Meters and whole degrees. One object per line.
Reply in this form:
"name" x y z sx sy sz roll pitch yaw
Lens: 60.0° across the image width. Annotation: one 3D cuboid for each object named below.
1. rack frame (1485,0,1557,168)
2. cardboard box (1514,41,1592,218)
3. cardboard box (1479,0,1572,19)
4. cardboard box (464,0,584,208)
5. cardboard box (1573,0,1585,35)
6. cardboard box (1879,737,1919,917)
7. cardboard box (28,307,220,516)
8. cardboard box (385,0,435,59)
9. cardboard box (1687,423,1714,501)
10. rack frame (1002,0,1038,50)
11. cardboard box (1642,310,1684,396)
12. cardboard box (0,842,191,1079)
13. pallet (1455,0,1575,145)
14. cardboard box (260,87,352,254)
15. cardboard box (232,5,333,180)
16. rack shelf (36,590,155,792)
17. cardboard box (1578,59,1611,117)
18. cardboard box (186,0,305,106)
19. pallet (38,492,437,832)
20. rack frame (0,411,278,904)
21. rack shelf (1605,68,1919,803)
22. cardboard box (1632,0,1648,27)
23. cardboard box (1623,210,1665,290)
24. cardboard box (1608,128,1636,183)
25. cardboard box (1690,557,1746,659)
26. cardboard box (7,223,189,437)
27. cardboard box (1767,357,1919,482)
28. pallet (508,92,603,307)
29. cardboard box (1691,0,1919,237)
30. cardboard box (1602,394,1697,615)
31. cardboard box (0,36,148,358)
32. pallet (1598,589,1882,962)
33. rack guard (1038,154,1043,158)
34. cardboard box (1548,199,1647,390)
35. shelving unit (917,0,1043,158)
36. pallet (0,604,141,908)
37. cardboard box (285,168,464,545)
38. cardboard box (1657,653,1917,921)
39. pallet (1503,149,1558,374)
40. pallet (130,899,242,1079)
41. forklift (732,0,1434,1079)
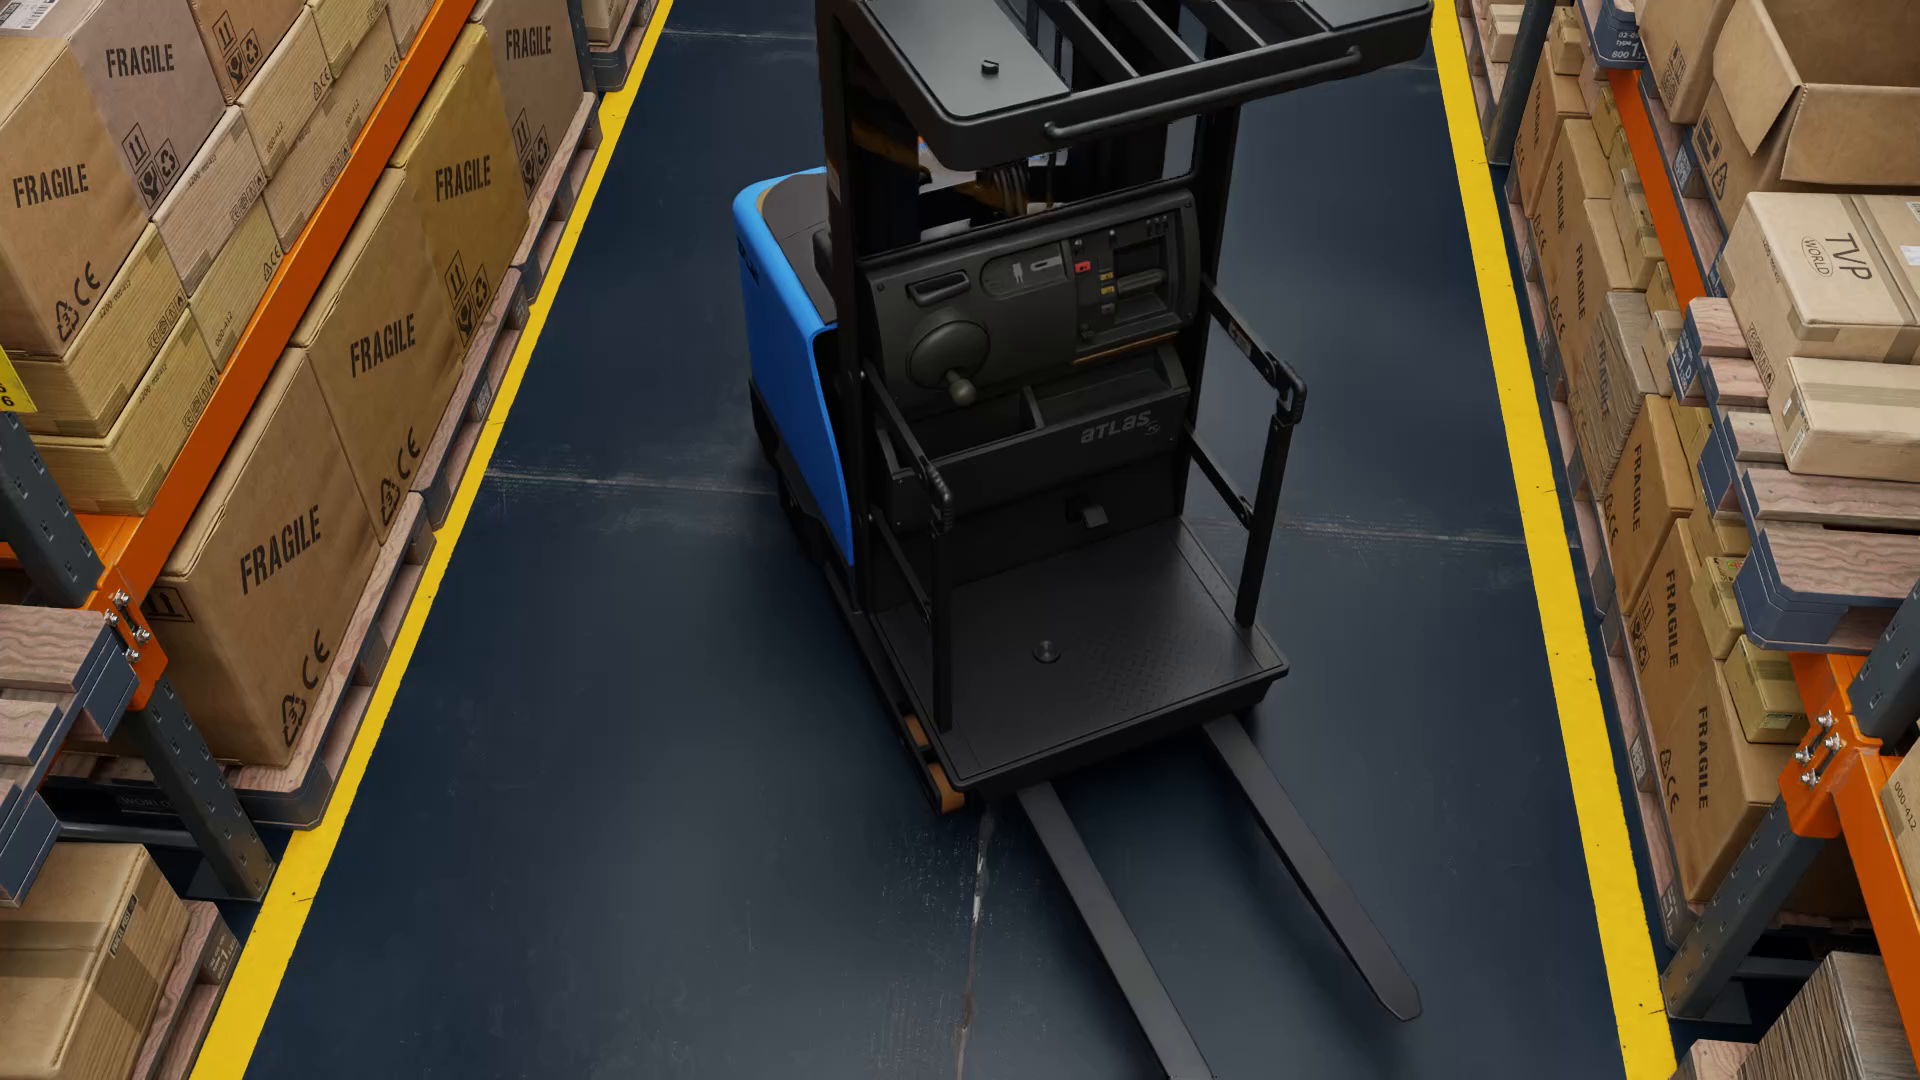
"rack frame" 2.804 -2.651 6.142 1.000 3.000 0.127 4 48 4
"cardboard box" 2.535 -1.609 6.598 0.500 0.500 0.500 6 48 5
"cardboard box" 2.594 -2.562 7.629 0.396 0.266 0.258 5 48 5
"cardboard box" -2.117 -1.946 6.653 0.875 0.875 0.875 5 48 5
"cardboard box" 2.566 -2.019 6.332 0.380 0.149 0.250 3 48 3
"cardboard box" 2.155 0.648 3.226 0.500 0.250 0.500 4 48 4
"cardboard box" -2.209 -0.335 4.126 0.500 0.250 0.500 3 48 3
"cardboard box" -2.042 -1.842 5.503 0.500 0.250 0.500 3 48 2
"cardboard box" 2.363 -0.193 4.864 0.380 0.149 0.250 5 48 5
"rack frame" 0.056 -1.996 6.559 0.500 1.500 0.032 11 48 10
"cardboard box" 2.381 -0.582 5.219 0.380 0.149 0.250 2 48 2
"cardboard box" -2.566 1.116 4.192 0.950 0.372 0.625 1 48 1
"pallet" 2.867 -2.215 7.633 1.003 0.211 1.213 4 48 4
"cardboard box" -2.126 -1.099 4.824 0.500 0.250 0.500 5 48 5
"cardboard box" -2.106 -1.262 4.634 0.500 0.250 0.500 4 48 3
"rack shelf" -2.687 1.669 2.678 1.077 0.370 4.000 4 48 4
"cardboard box" 2.558 -1.714 6.255 0.380 0.149 0.250 3 48 2
"cardboard box" -2.118 -1.505 4.348 0.500 0.500 0.500 5 48 5
"pallet" -2.357 0.324 5.311 1.003 0.211 1.213 4 48 4
"rack frame" -2.504 -0.043 3.757 1.000 3.000 0.127 4 48 4
"rack shelf" 2.621 -0.939 5.064 1.077 0.370 4.000 4 48 4
"cardboard box" 2.295 -1.753 5.127 0.396 0.266 0.258 6 48 5
"cardboard box" 2.449 -0.959 5.564 0.380 0.149 0.250 5 48 5
"cardboard box" 2.534 -1.322 5.897 0.380 0.149 0.250 3 48 3
"cardboard box" 2.226 0.188 4.515 0.380 0.149 0.250 2 48 2
"cardboard box" -2.212 -0.517 3.953 0.500 0.250 0.500 4 48 3
"cardboard box" 2.117 -0.278 3.857 0.380 0.149 0.250 5 48 4
"pallet" -2.135 -1.469 6.951 1.003 0.211 1.213 4 48 4
"cardboard box" 2.404 -1.101 4.369 0.797 0.503 0.637 3 48 3
"cardboard box" 2.365 -0.087 5.206 0.500 0.500 0.500 6 48 5
"cardboard box" -2.216 -0.760 3.667 0.500 0.500 0.500 2 48 2
"pallet" 2.545 0.683 4.982 1.003 0.211 1.213 4 48 4
"rack guard" 0.056 -1.573 7.019 0.587 0.250 0.087 11 48 10
"cardboard box" 2.447 -0.851 5.905 0.500 0.500 0.500 3 48 2
"shelving unit" -0.068 -1.639 6.233 0.587 1.500 1.083 11 48 10
"pallet" -2.463 0.552 3.342 1.213 0.211 1.003 4 48 4
"cardboard box" -2.273 -0.625 5.444 0.875 0.875 0.875 4 48 4
"cardboard box" 2.264 0.665 4.519 0.500 0.500 0.500 5 48 5
"pallet" 2.767 -1.110 6.622 1.003 0.211 1.213 4 48 4
"pallet" -2.577 1.472 4.261 1.003 0.211 1.213 4 48 4
"forklift" 0.299 -0.537 4.255 1.130 2.935 3.031 -18 50 -15
